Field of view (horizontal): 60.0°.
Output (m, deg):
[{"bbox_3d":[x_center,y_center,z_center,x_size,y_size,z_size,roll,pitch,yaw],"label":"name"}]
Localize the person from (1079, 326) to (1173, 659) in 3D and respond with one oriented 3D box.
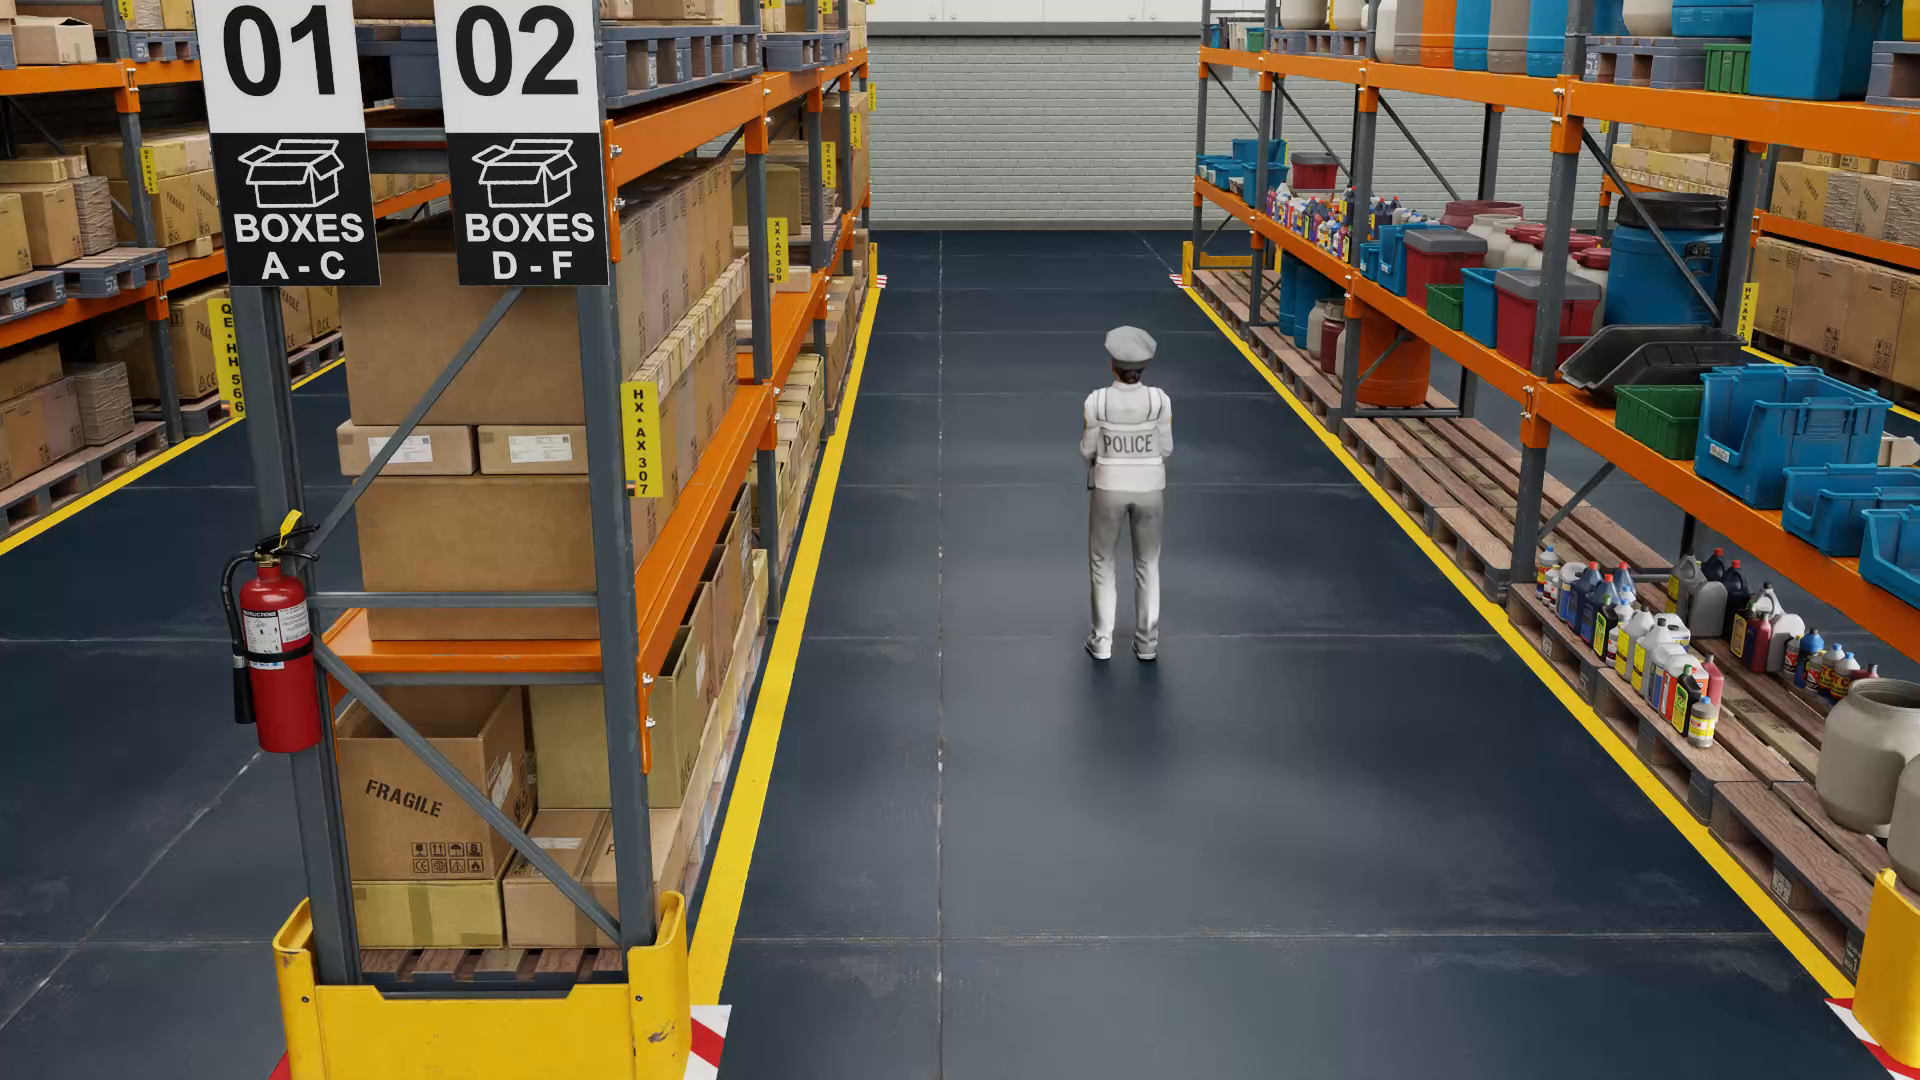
[{"bbox_3d":[0.820,-0.244,8.287,0.461,1.686,0.563,0,17,-1],"label":"person"}]
